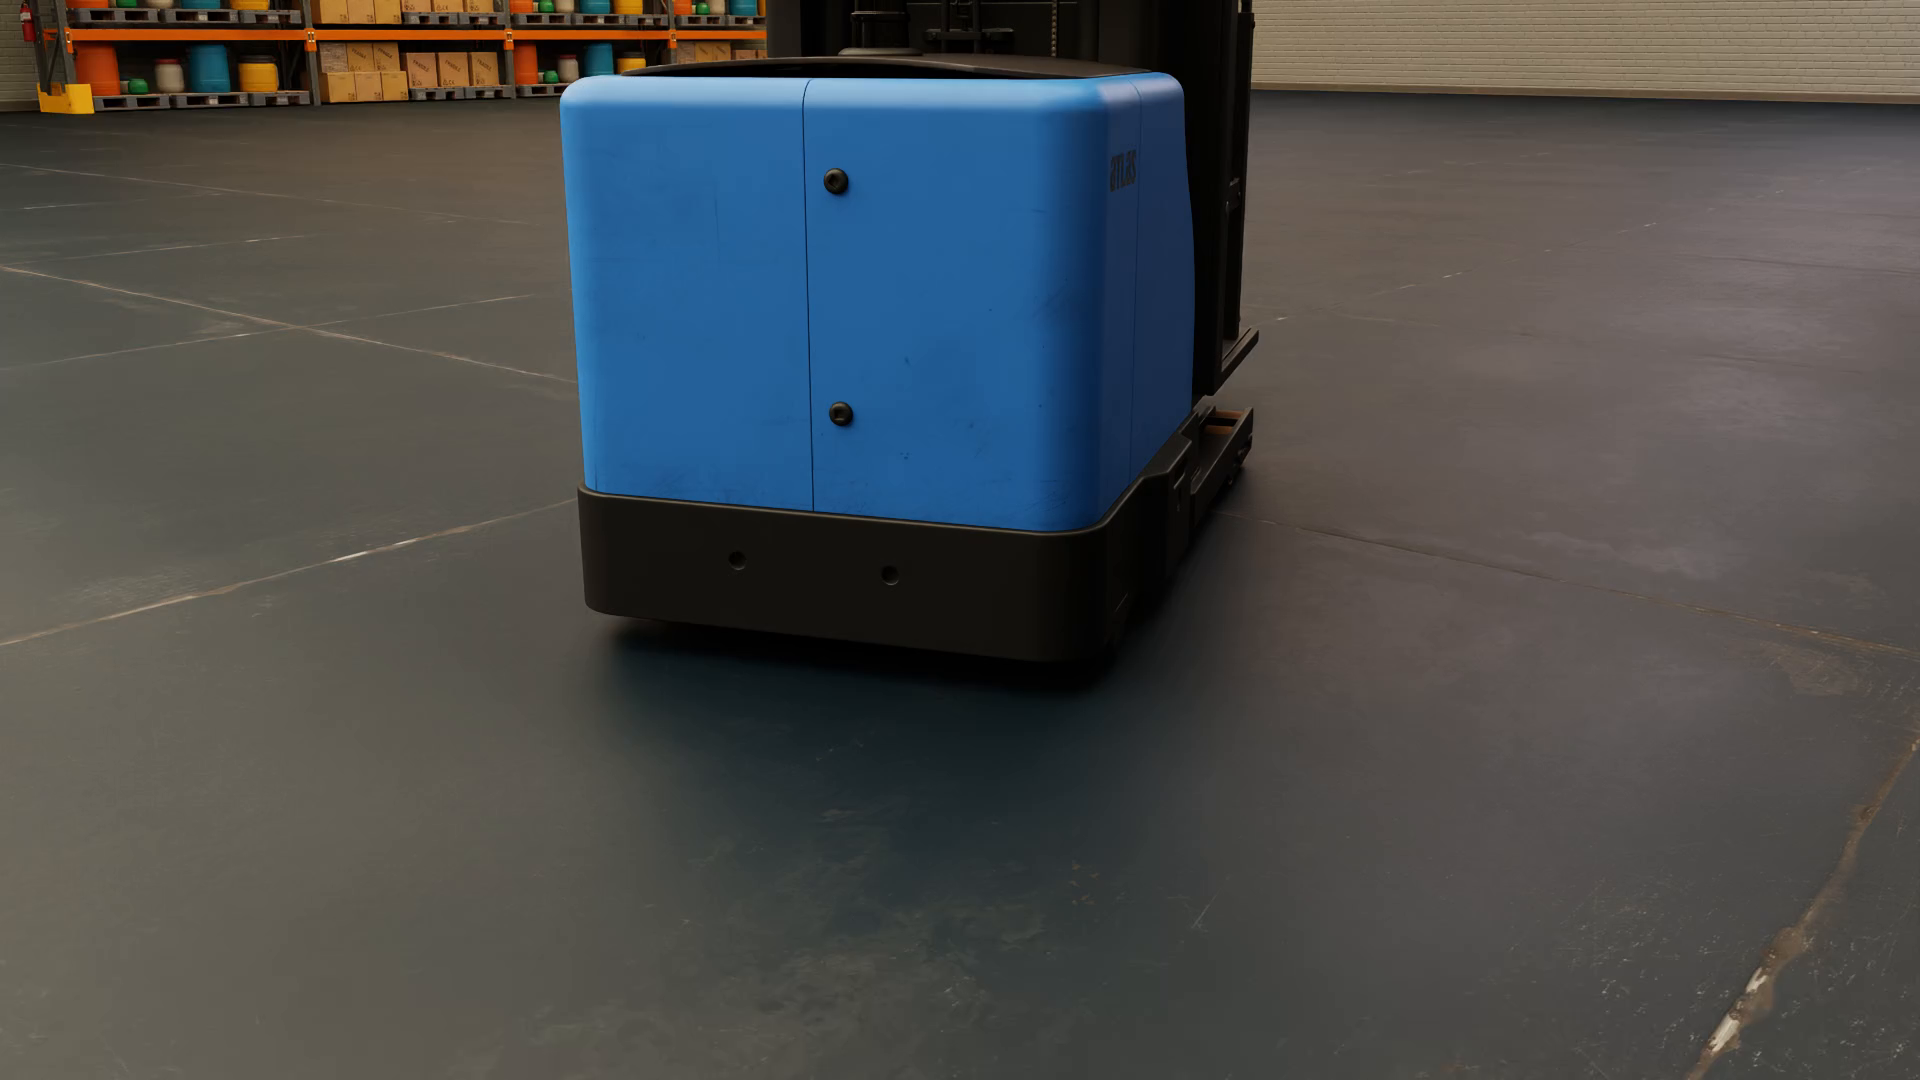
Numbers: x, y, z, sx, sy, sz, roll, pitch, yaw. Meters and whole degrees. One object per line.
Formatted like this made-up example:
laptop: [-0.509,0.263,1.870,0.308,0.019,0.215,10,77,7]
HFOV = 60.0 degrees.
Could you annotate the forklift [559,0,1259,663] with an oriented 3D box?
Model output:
forklift: [0.182,-1.571,4.072,1.130,2.935,3.031,5,18,17]
